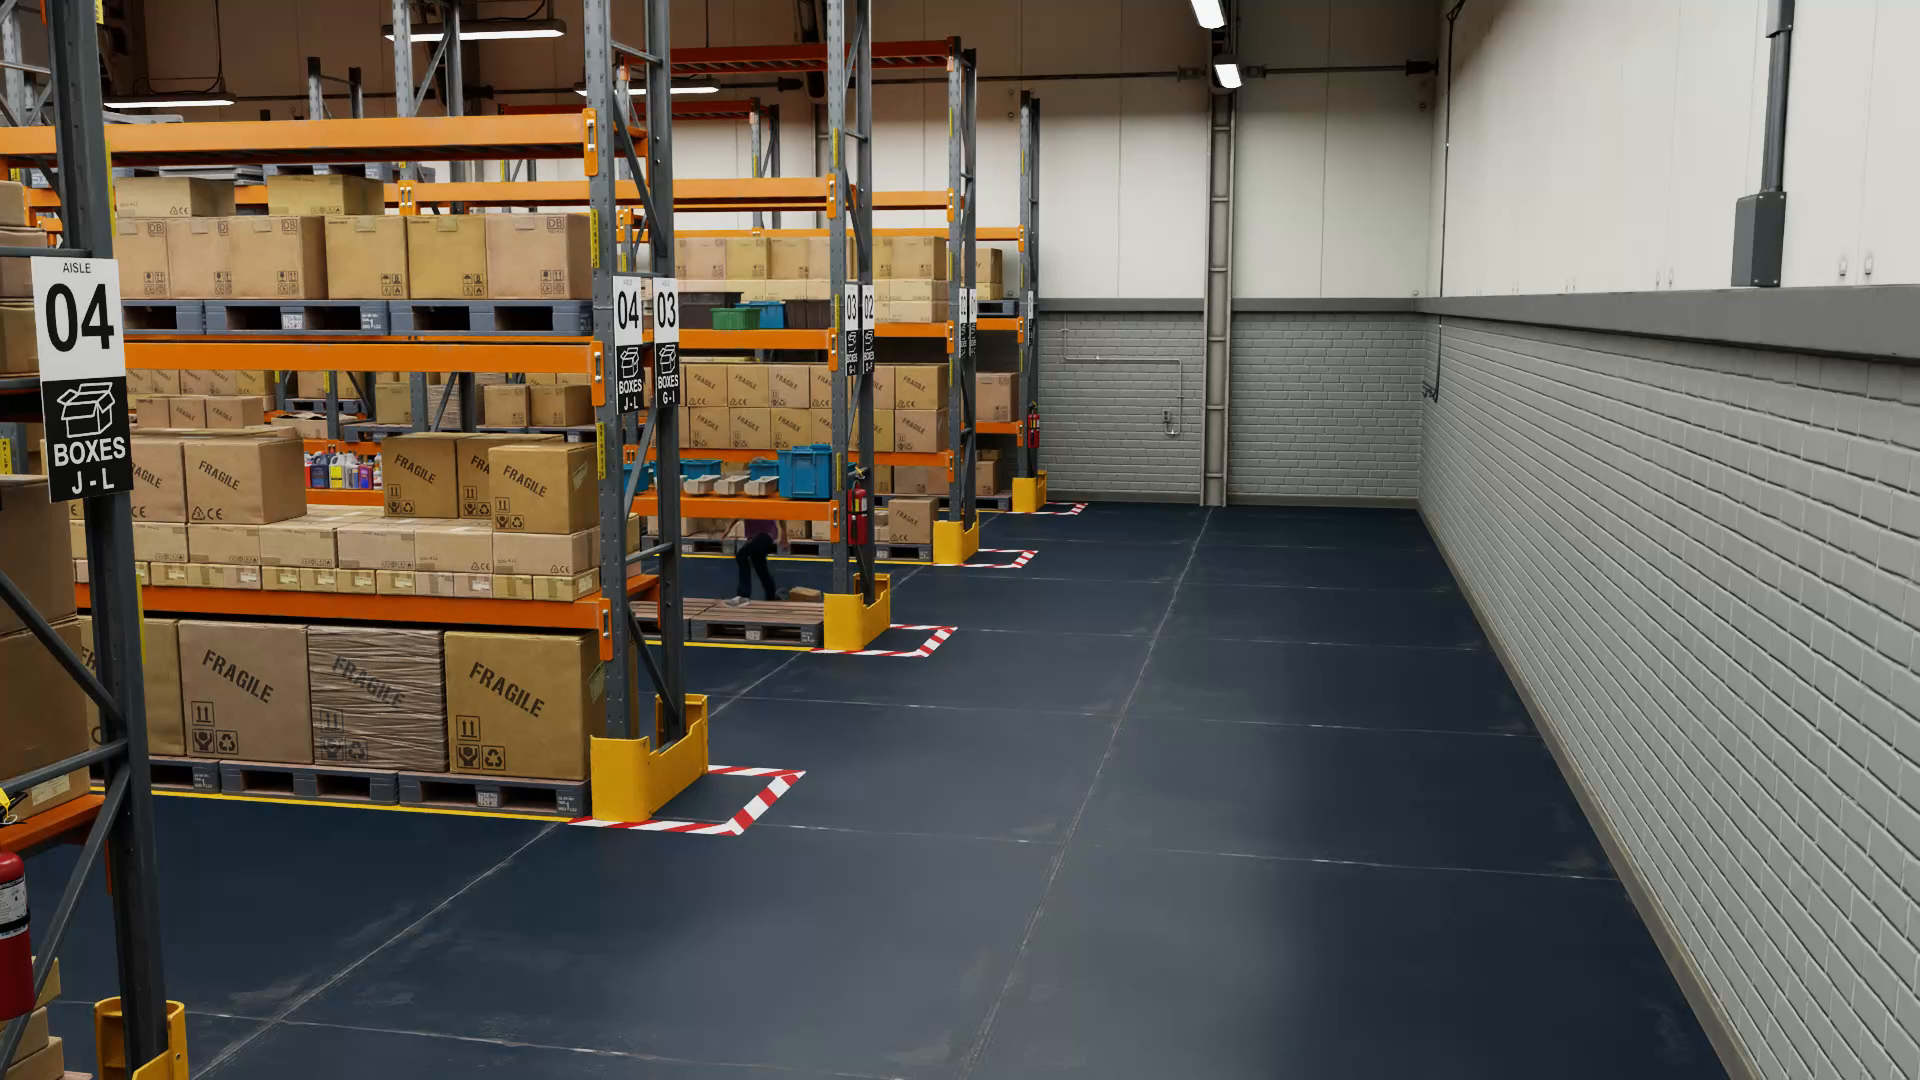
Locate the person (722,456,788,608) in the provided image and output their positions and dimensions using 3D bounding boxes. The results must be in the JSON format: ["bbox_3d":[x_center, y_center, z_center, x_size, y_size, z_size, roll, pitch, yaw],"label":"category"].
[{"bbox_3d":[-1.981,-0.010,15.836,0.445,1.561,0.854,7,11,42],"label":"person"}]
